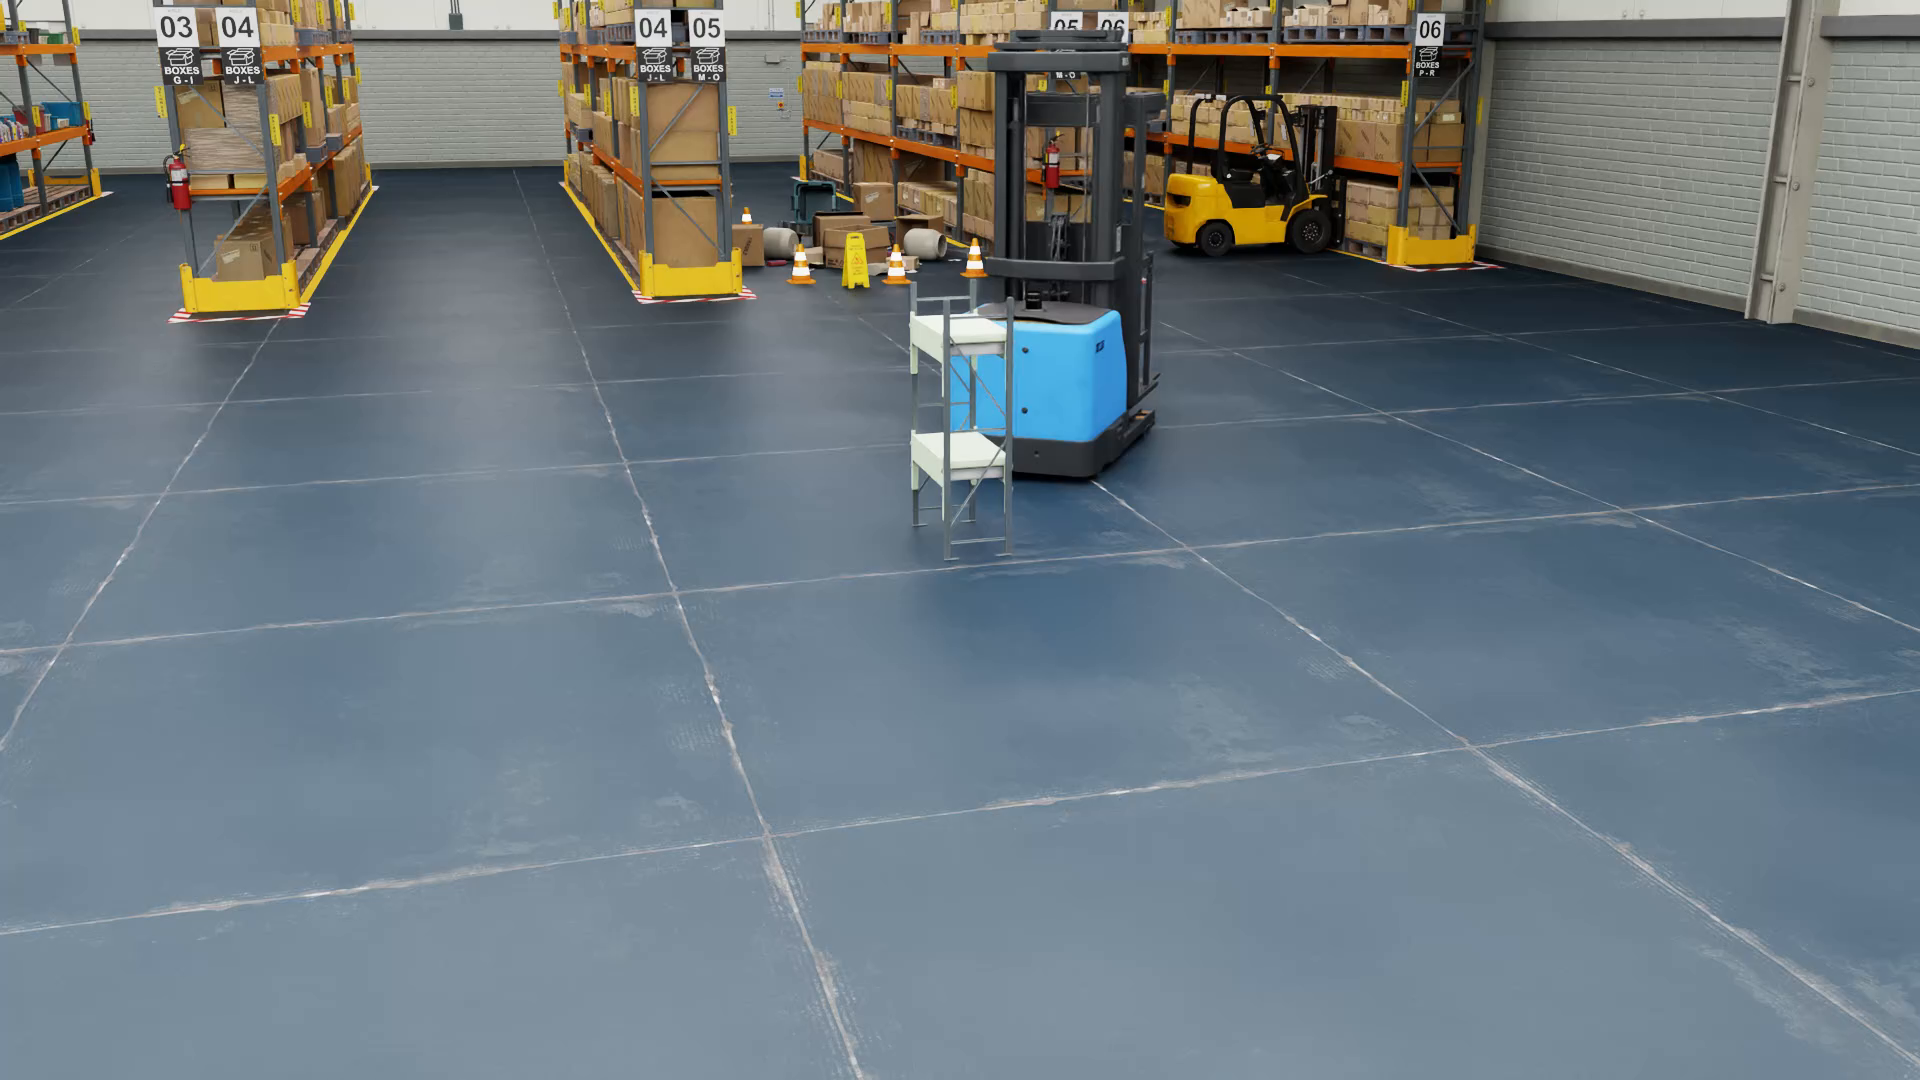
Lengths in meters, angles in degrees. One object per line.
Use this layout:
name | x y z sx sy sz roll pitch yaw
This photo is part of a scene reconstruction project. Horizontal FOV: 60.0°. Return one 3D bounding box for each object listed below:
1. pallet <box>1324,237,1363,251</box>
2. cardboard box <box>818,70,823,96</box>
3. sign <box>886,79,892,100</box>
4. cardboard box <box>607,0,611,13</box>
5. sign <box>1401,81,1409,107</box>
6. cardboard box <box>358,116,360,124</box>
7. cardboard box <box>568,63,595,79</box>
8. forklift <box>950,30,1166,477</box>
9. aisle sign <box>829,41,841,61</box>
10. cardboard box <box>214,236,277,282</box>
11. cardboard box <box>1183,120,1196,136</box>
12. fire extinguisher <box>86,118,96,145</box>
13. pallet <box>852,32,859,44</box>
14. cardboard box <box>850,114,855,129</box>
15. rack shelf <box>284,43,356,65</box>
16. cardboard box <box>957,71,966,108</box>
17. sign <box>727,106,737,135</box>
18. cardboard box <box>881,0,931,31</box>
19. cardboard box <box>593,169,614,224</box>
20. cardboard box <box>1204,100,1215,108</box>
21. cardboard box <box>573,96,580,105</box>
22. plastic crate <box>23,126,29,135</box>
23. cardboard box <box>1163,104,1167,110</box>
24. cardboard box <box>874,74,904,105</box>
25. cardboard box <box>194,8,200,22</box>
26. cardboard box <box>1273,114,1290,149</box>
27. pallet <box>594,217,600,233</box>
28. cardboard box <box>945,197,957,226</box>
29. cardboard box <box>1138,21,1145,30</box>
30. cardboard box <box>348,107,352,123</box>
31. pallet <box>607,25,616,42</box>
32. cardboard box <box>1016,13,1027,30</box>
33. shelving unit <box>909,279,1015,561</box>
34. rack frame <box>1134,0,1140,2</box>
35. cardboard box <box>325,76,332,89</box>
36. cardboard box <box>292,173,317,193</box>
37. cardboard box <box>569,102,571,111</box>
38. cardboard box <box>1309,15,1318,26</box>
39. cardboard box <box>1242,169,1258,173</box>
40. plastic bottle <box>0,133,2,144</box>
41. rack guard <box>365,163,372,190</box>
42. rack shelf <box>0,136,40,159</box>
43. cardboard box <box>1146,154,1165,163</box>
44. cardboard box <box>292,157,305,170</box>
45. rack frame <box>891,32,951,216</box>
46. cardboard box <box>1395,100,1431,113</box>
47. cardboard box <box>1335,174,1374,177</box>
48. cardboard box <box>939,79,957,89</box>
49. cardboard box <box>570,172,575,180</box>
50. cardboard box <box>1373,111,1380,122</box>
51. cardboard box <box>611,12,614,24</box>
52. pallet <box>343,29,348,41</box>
pallet | 5.740 -4.391 24.204 1.003 0.211 1.213 -5 17 -15
cardboard box | -2.552 -9.163 33.332 0.500 0.500 0.500 -5 17 -15
sign | -1.180 -7.511 27.730 0.100 0.325 0.005 -5 17 -15
cardboard box | -4.275 -6.935 21.451 0.500 0.250 0.500 -5 17 -16
sign | 5.797 -5.811 21.658 0.100 0.325 0.005 -5 17 -15
cardboard box | -11.887 -8.166 32.360 0.380 0.149 0.250 -5 17 -15
cardboard box | -7.142 -8.751 31.444 0.500 0.500 0.500 -4 17 -14
forklift | 0.857 -2.207 12.206 1.130 2.935 3.031 6 18 18
aisle sign | -2.568 -10.504 35.186 0.394 0.787 0.004 -5 17 -15
cardboard box | -8.133 -3.183 18.949 0.500 0.500 0.500 -1 17 -5
cardboard box | 4.144 -7.041 28.440 0.500 0.250 0.500 -5 17 -16
fire extinguisher | -16.741 -7.901 31.824 0.296 0.674 0.183 -5 17 -15
pallet | -1.447 -9.203 30.494 0.805 0.209 1.217 -5 18 -17
cardboard box | -1.736 -7.750 30.800 0.500 0.250 0.500 -5 17 -17
rack shelf | -11.825 -8.969 30.634 1.077 0.370 4.000 -5 17 -15
cardboard box | 0.364 -6.425 23.699 0.700 0.500 0.500 -5 17 -16
sign | -2.645 -4.864 19.288 0.100 0.325 0.005 -5 17 -15
cardboard box | -0.896 -8.781 27.846 0.797 0.503 0.637 -6 18 -19
cardboard box | -5.055 -5.288 25.524 1.050 0.750 0.750 -4 17 -14
cardboard box | 4.293 -7.286 27.691 0.380 0.149 0.250 -4 17 -14
cardboard box | -6.379 -7.477 28.302 0.380 0.149 0.250 -4 17 -14
plastic crate | -16.028 -6.975 28.313 0.396 0.136 0.243 -5 17 -15
cardboard box | 3.523 -7.790 30.203 0.500 0.250 0.500 -6 18 -18
cardboard box | -1.190 -7.792 28.765 0.500 0.500 0.500 -4 17 -14
cardboard box | -8.354 -5.613 17.777 0.380 0.149 0.250 -5 17 -15
cardboard box | 5.094 -6.193 25.180 0.500 0.500 0.500 -5 17 -17
pallet | -5.235 -5.022 26.305 1.003 0.211 1.213 -5 17 -15
cardboard box | 0.305 -4.982 25.162 0.950 0.372 0.625 -4 17 -15
cardboard box | 3.467 -9.387 30.343 0.380 0.149 0.250 -4 17 -14
cardboard box | -11.284 -7.683 30.060 0.500 0.250 0.500 -5 17 -16
pallet | -4.065 -6.642 21.791 1.003 0.211 1.213 -5 17 -15
cardboard box | 1.027 -6.556 21.094 0.500 0.250 0.500 -5 17 -16
shelving unit | 0.002 -0.716 9.730 0.431 1.500 0.755 -5 17 -15
rack frame | 3.025 -11.374 32.176 1.000 3.000 0.127 -5 17 -15
cardboard box | -10.914 -7.486 27.741 0.797 0.503 0.637 -5 17 -15
cardboard box | -9.807 -5.262 24.531 0.500 0.250 0.500 -3 17 -9
cardboard box | -6.739 -7.695 29.544 0.380 0.149 0.250 -5 17 -16
cardboard box | 5.266 -7.493 24.001 0.380 0.149 0.250 -4 17 -14
cardboard box | 4.863 -5.711 27.148 0.875 0.625 0.625 -5 17 -16
plastic bottle | -15.171 -6.391 26.217 0.061 0.283 0.133 -5 17 -15
rack guard | -12.381 -7.240 33.186 1.175 0.500 0.348 -5 17 -15
rack shelf | -15.488 -6.035 26.079 1.077 0.370 4.000 -5 17 -15
cardboard box | 3.610 -6.975 30.447 0.380 0.149 0.250 -5 18 -17
cardboard box | -8.489 -4.751 20.990 0.380 0.149 0.250 -5 17 -15
rack frame | -0.648 -7.001 28.046 1.000 3.000 0.127 -5 17 -15
cardboard box | 6.021 -5.765 22.113 0.380 0.149 0.250 -5 17 -15
cardboard box | 5.824 -5.251 24.529 0.500 0.250 0.500 -5 17 -15
cardboard box | -0.094 -6.896 25.148 0.380 0.149 0.250 -5 17 -17
cardboard box | -7.551 -7.247 33.089 0.380 0.149 0.250 -4 17 -15
cardboard box | 5.847 -5.759 22.609 0.380 0.149 0.250 -4 17 -14
cardboard box | -4.225 -6.632 21.135 0.380 0.149 0.250 -5 17 -16
pallet | -11.822 -9.282 30.580 1.003 0.211 1.213 -5 17 -15
